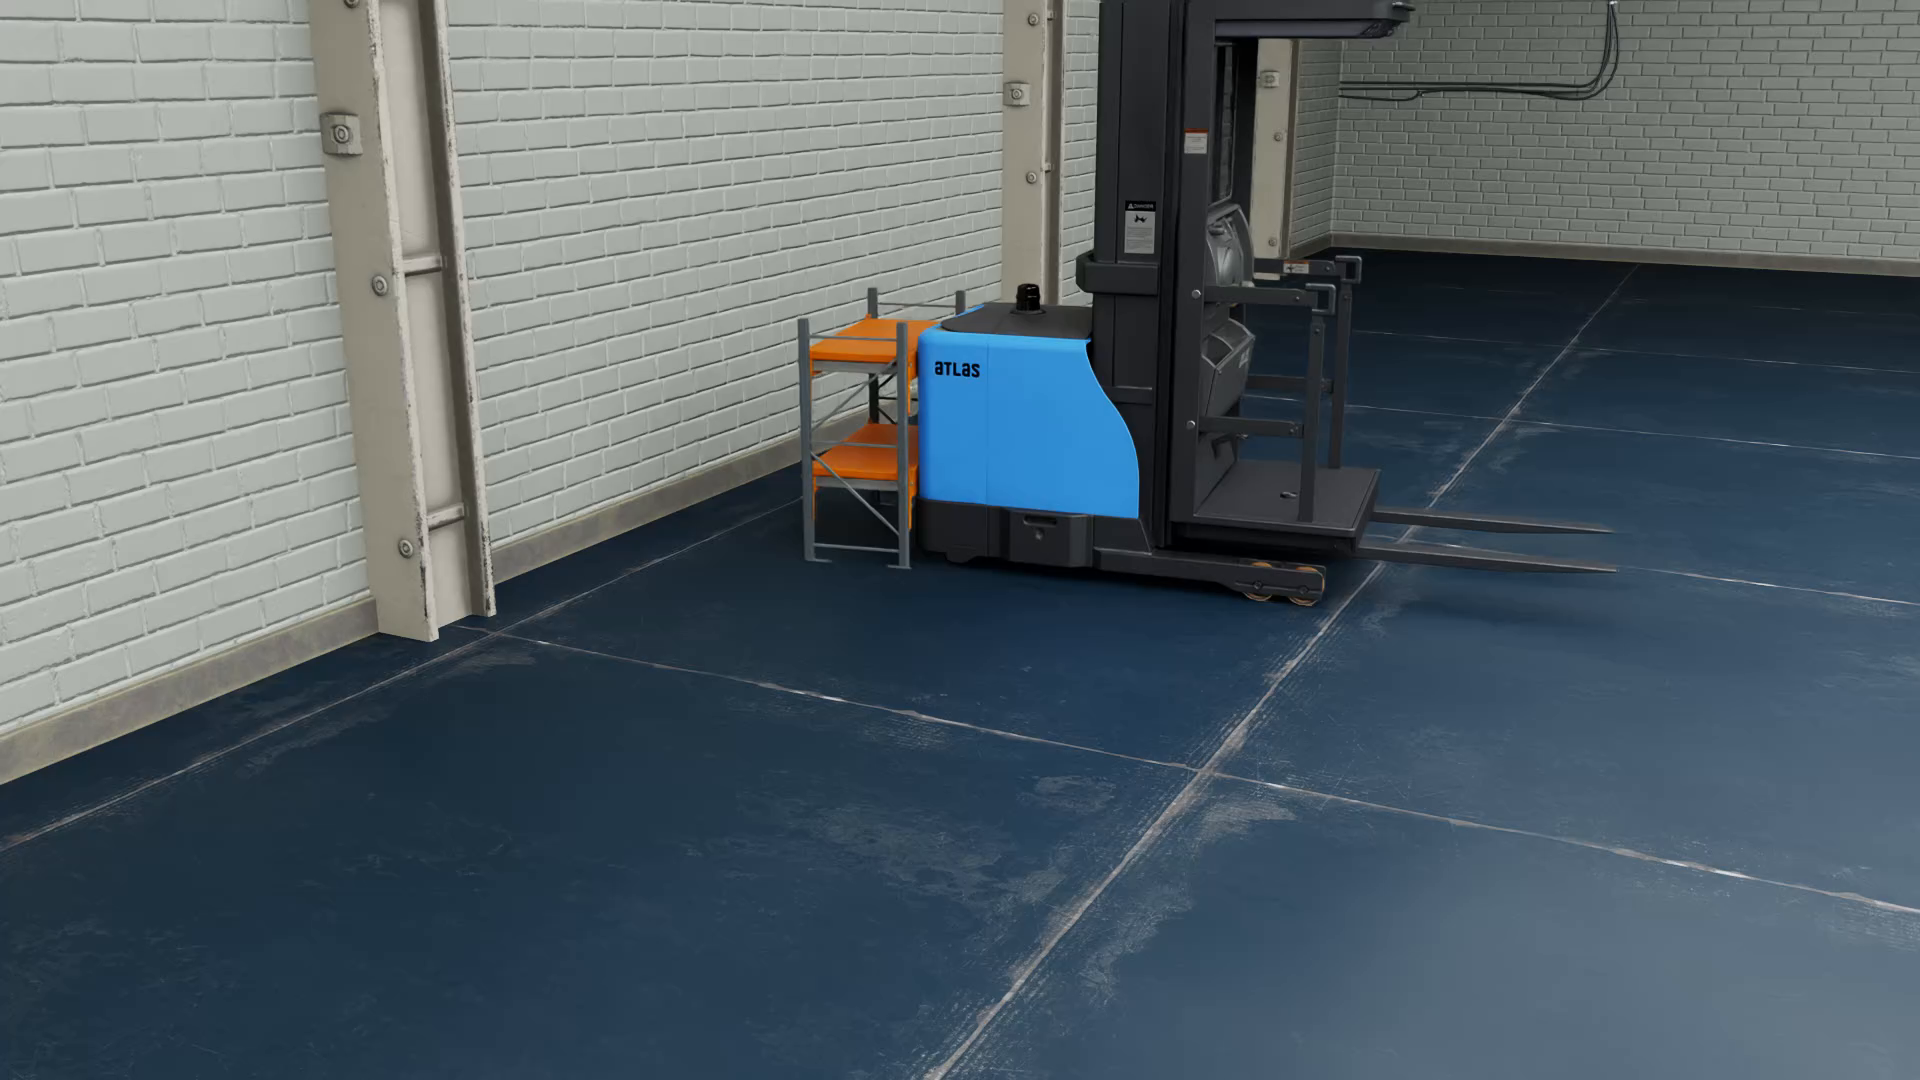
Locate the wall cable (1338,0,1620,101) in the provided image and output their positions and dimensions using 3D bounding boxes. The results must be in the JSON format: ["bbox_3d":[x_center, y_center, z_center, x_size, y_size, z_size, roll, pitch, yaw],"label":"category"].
[{"bbox_3d":[5.692,-6.126,18.298,3.097,2.526,0.112,8,18,25],"label":"wall cable"}]

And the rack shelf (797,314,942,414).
[{"bbox_3d":[-0.347,-0.849,7.879,0.538,0.278,1.000,4,17,14],"label":"rack shelf"}]

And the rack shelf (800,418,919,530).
[{"bbox_3d":[-0.347,-0.334,8.032,0.538,0.278,1.000,4,17,14],"label":"rack shelf"}]

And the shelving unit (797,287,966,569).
[{"bbox_3d":[-0.347,-0.568,7.963,0.538,1.125,1.048,4,17,14],"label":"shelving unit"}]

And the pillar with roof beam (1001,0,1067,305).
[{"bbox_3d":[4.363,-4.956,8.906,9.100,9.000,0.400,8,18,25],"label":"pillar with roof beam"}]

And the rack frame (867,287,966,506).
[{"bbox_3d":[-0.218,-0.709,8.434,0.500,1.125,0.032,4,17,14],"label":"rack frame"}]

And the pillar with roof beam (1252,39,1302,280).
[{"bbox_3d":[7.044,-6.485,14.052,9.100,9.000,0.400,8,18,25],"label":"pillar with roof beam"}]

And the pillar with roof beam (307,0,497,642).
[{"bbox_3d":[1.682,-3.428,3.761,9.100,9.000,0.400,8,18,25],"label":"pillar with roof beam"}]

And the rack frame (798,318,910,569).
[{"bbox_3d":[-0.475,-0.428,7.491,0.500,1.125,0.032,4,17,14],"label":"rack frame"}]

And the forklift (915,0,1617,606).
[{"bbox_3d":[1.370,-1.295,7.236,3.031,2.935,1.130,6,17,18],"label":"forklift"}]
